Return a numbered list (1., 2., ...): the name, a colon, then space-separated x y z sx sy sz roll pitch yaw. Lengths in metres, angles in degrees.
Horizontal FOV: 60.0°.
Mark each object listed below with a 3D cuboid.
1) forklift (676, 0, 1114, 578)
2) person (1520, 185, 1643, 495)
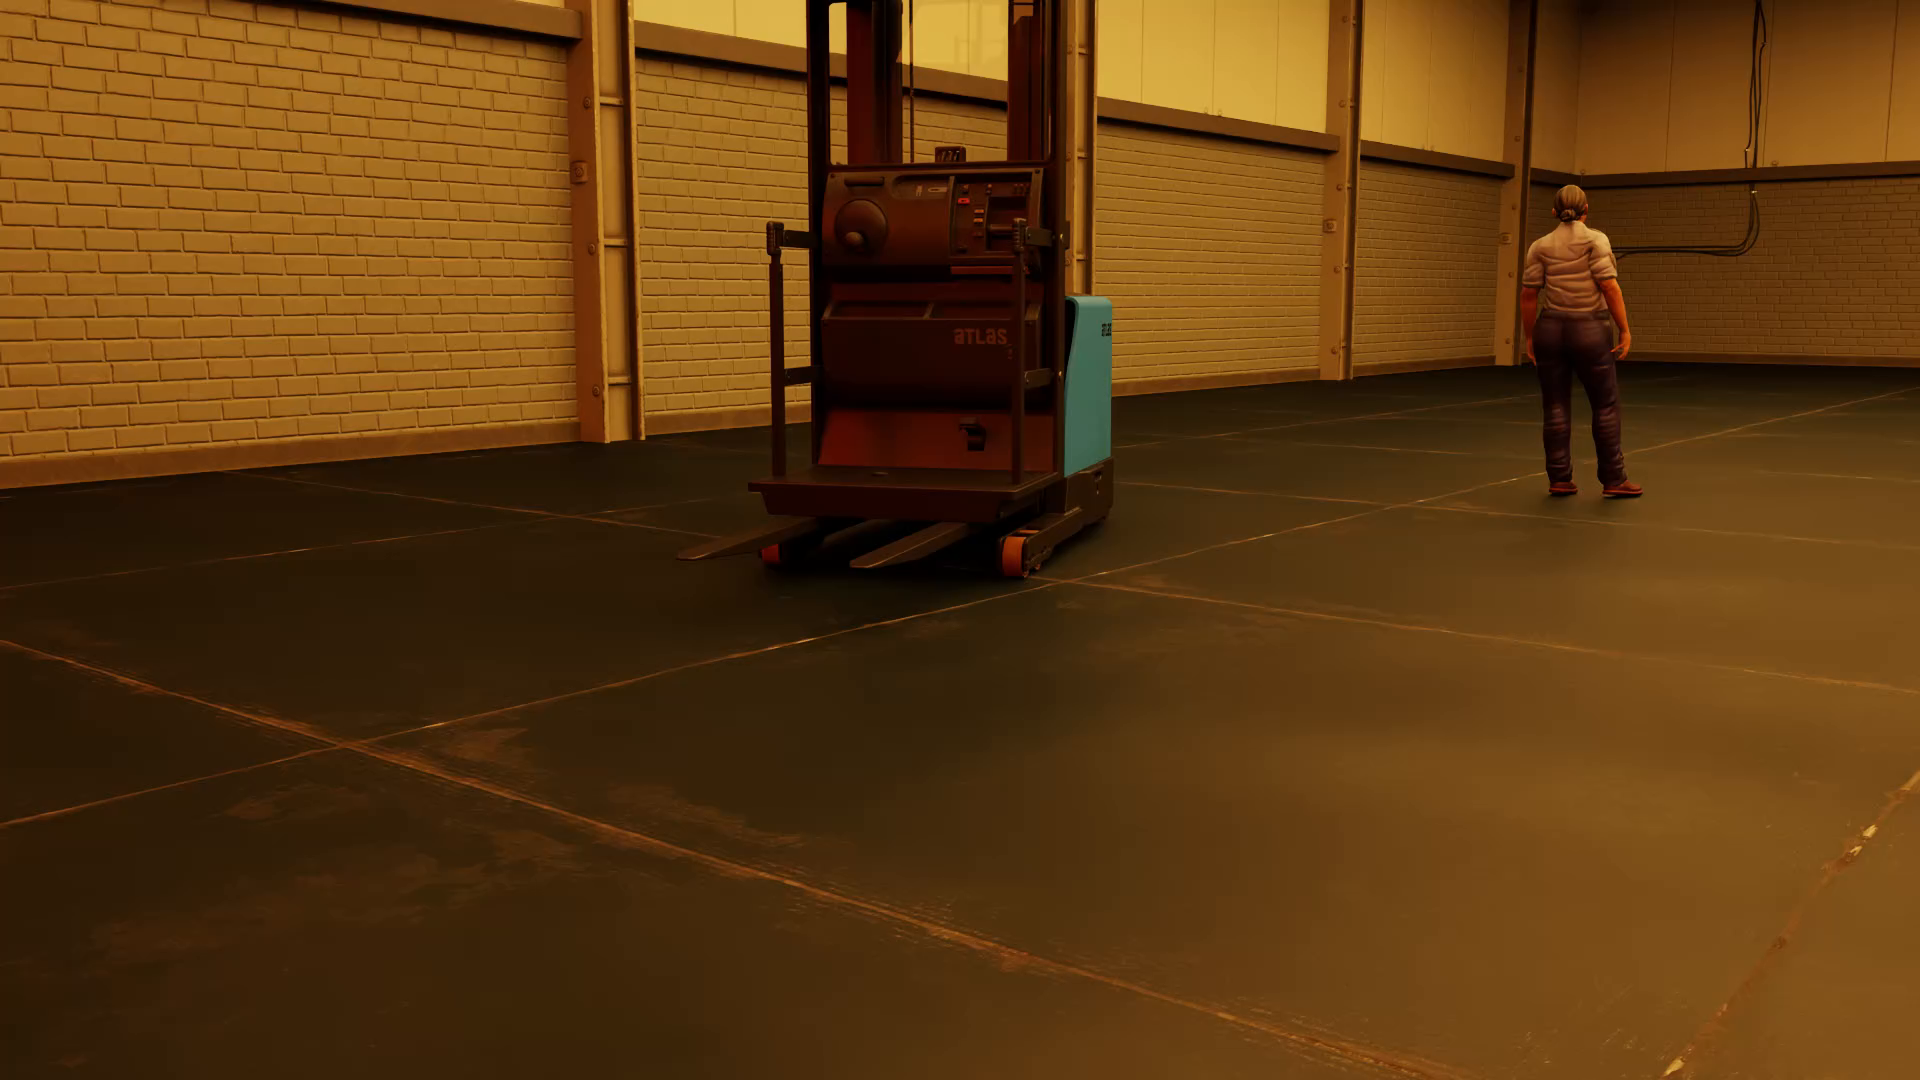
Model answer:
1. forklift: -0.176 -1.366 6.616 1.130 2.935 3.031 3 9 17
2. person: 3.360 -1.069 8.970 0.598 1.651 0.502 7 11 41
